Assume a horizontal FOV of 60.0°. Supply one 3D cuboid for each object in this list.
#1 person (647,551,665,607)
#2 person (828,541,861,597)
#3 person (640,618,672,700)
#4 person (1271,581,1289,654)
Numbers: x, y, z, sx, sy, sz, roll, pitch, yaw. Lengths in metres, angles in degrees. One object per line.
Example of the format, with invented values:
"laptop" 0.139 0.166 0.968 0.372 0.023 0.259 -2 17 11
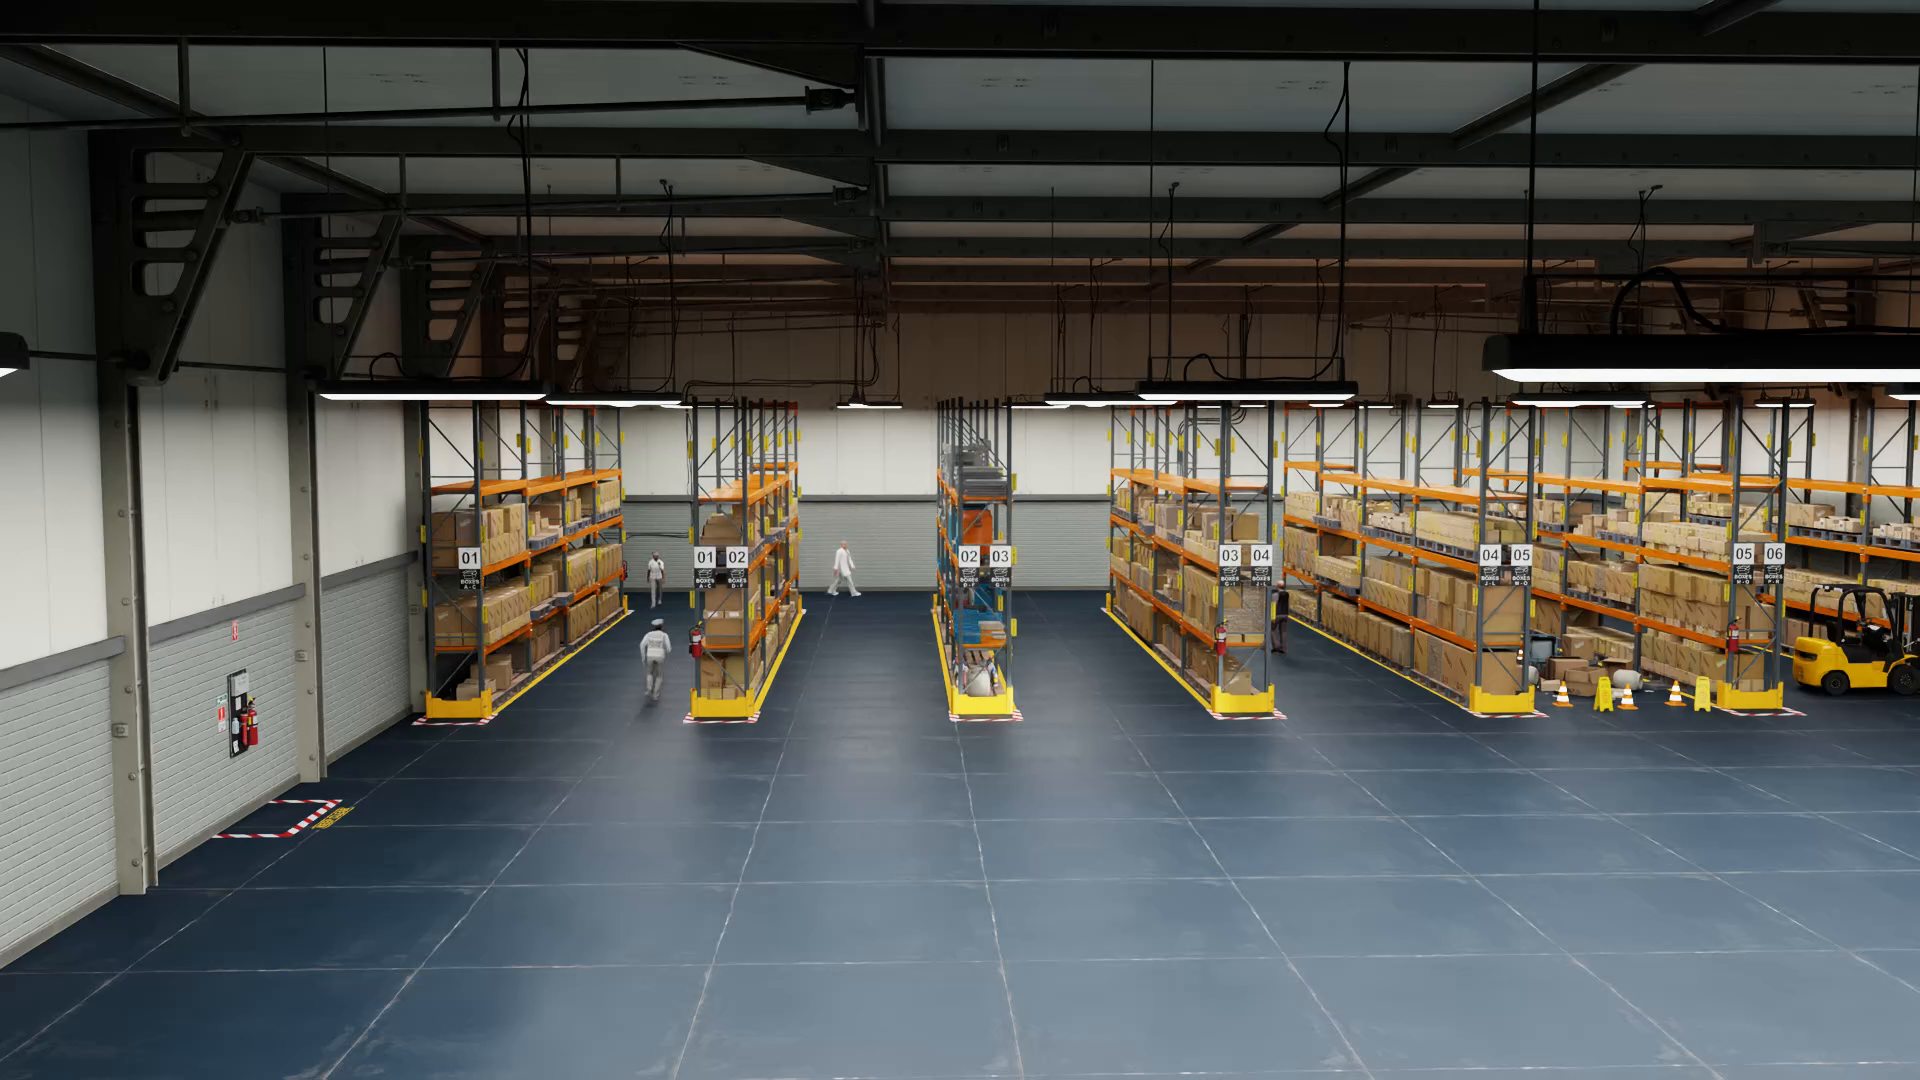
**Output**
"person" -8.911 1.125 48.721 0.514 1.622 1.041 -1 4 -11
"person" -3.566 0.883 51.402 1.145 1.733 0.548 1 5 12
"person" -6.079 2.372 33.237 0.622 1.585 0.701 0 4 0
"person" 7.578 1.838 39.313 0.554 1.749 0.498 -2 5 -23
